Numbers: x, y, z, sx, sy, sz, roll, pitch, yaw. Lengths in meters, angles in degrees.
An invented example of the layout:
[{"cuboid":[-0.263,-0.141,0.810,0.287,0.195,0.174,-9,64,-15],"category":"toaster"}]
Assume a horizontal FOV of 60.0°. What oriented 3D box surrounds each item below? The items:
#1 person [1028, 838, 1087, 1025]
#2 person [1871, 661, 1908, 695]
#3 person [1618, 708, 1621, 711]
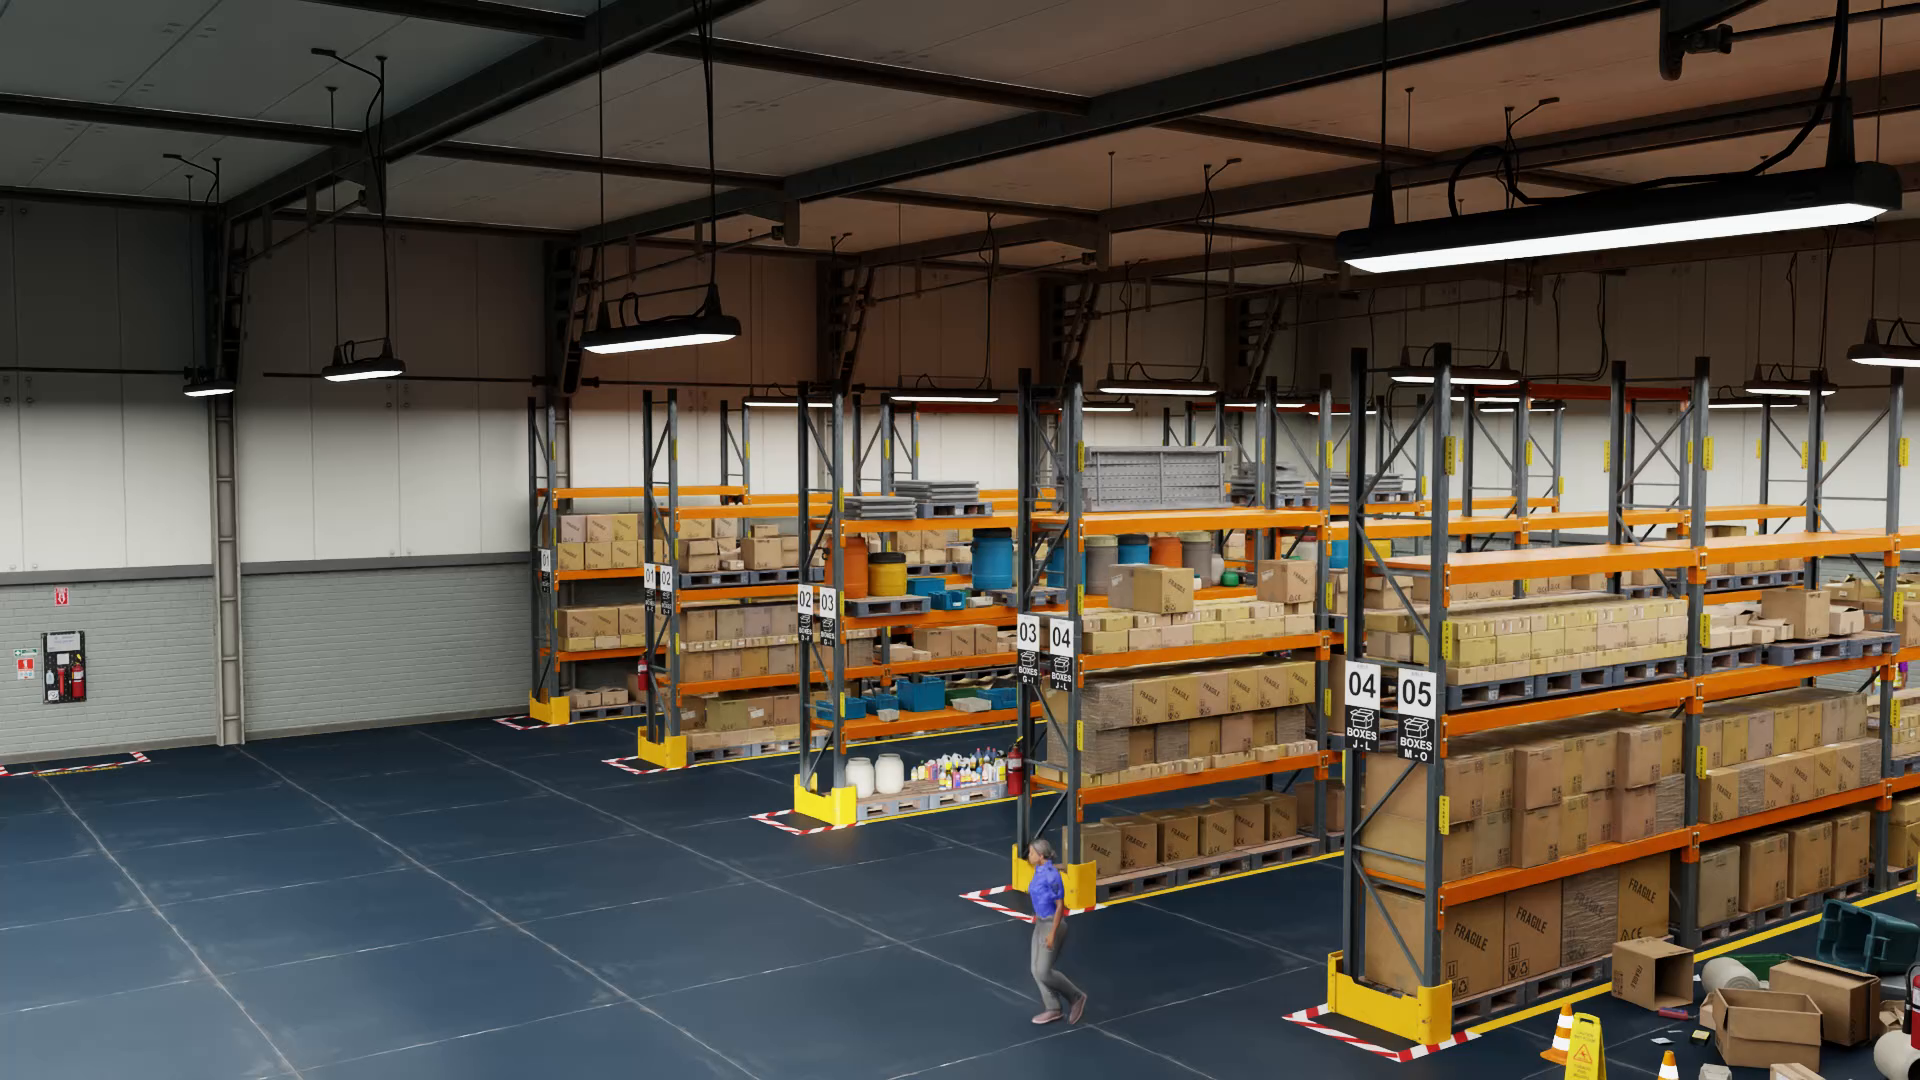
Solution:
[{"cuboid":[0.865,3.475,14.844,0.486,1.640,0.522,-1,3,-14],"category":"person"},{"cuboid":[16.180,2.573,28.988,0.612,1.768,0.715,3,5,43],"category":"person"},{"cuboid":[8.723,3.023,22.253,0.458,1.705,0.586,-1,4,-22],"category":"person"}]
